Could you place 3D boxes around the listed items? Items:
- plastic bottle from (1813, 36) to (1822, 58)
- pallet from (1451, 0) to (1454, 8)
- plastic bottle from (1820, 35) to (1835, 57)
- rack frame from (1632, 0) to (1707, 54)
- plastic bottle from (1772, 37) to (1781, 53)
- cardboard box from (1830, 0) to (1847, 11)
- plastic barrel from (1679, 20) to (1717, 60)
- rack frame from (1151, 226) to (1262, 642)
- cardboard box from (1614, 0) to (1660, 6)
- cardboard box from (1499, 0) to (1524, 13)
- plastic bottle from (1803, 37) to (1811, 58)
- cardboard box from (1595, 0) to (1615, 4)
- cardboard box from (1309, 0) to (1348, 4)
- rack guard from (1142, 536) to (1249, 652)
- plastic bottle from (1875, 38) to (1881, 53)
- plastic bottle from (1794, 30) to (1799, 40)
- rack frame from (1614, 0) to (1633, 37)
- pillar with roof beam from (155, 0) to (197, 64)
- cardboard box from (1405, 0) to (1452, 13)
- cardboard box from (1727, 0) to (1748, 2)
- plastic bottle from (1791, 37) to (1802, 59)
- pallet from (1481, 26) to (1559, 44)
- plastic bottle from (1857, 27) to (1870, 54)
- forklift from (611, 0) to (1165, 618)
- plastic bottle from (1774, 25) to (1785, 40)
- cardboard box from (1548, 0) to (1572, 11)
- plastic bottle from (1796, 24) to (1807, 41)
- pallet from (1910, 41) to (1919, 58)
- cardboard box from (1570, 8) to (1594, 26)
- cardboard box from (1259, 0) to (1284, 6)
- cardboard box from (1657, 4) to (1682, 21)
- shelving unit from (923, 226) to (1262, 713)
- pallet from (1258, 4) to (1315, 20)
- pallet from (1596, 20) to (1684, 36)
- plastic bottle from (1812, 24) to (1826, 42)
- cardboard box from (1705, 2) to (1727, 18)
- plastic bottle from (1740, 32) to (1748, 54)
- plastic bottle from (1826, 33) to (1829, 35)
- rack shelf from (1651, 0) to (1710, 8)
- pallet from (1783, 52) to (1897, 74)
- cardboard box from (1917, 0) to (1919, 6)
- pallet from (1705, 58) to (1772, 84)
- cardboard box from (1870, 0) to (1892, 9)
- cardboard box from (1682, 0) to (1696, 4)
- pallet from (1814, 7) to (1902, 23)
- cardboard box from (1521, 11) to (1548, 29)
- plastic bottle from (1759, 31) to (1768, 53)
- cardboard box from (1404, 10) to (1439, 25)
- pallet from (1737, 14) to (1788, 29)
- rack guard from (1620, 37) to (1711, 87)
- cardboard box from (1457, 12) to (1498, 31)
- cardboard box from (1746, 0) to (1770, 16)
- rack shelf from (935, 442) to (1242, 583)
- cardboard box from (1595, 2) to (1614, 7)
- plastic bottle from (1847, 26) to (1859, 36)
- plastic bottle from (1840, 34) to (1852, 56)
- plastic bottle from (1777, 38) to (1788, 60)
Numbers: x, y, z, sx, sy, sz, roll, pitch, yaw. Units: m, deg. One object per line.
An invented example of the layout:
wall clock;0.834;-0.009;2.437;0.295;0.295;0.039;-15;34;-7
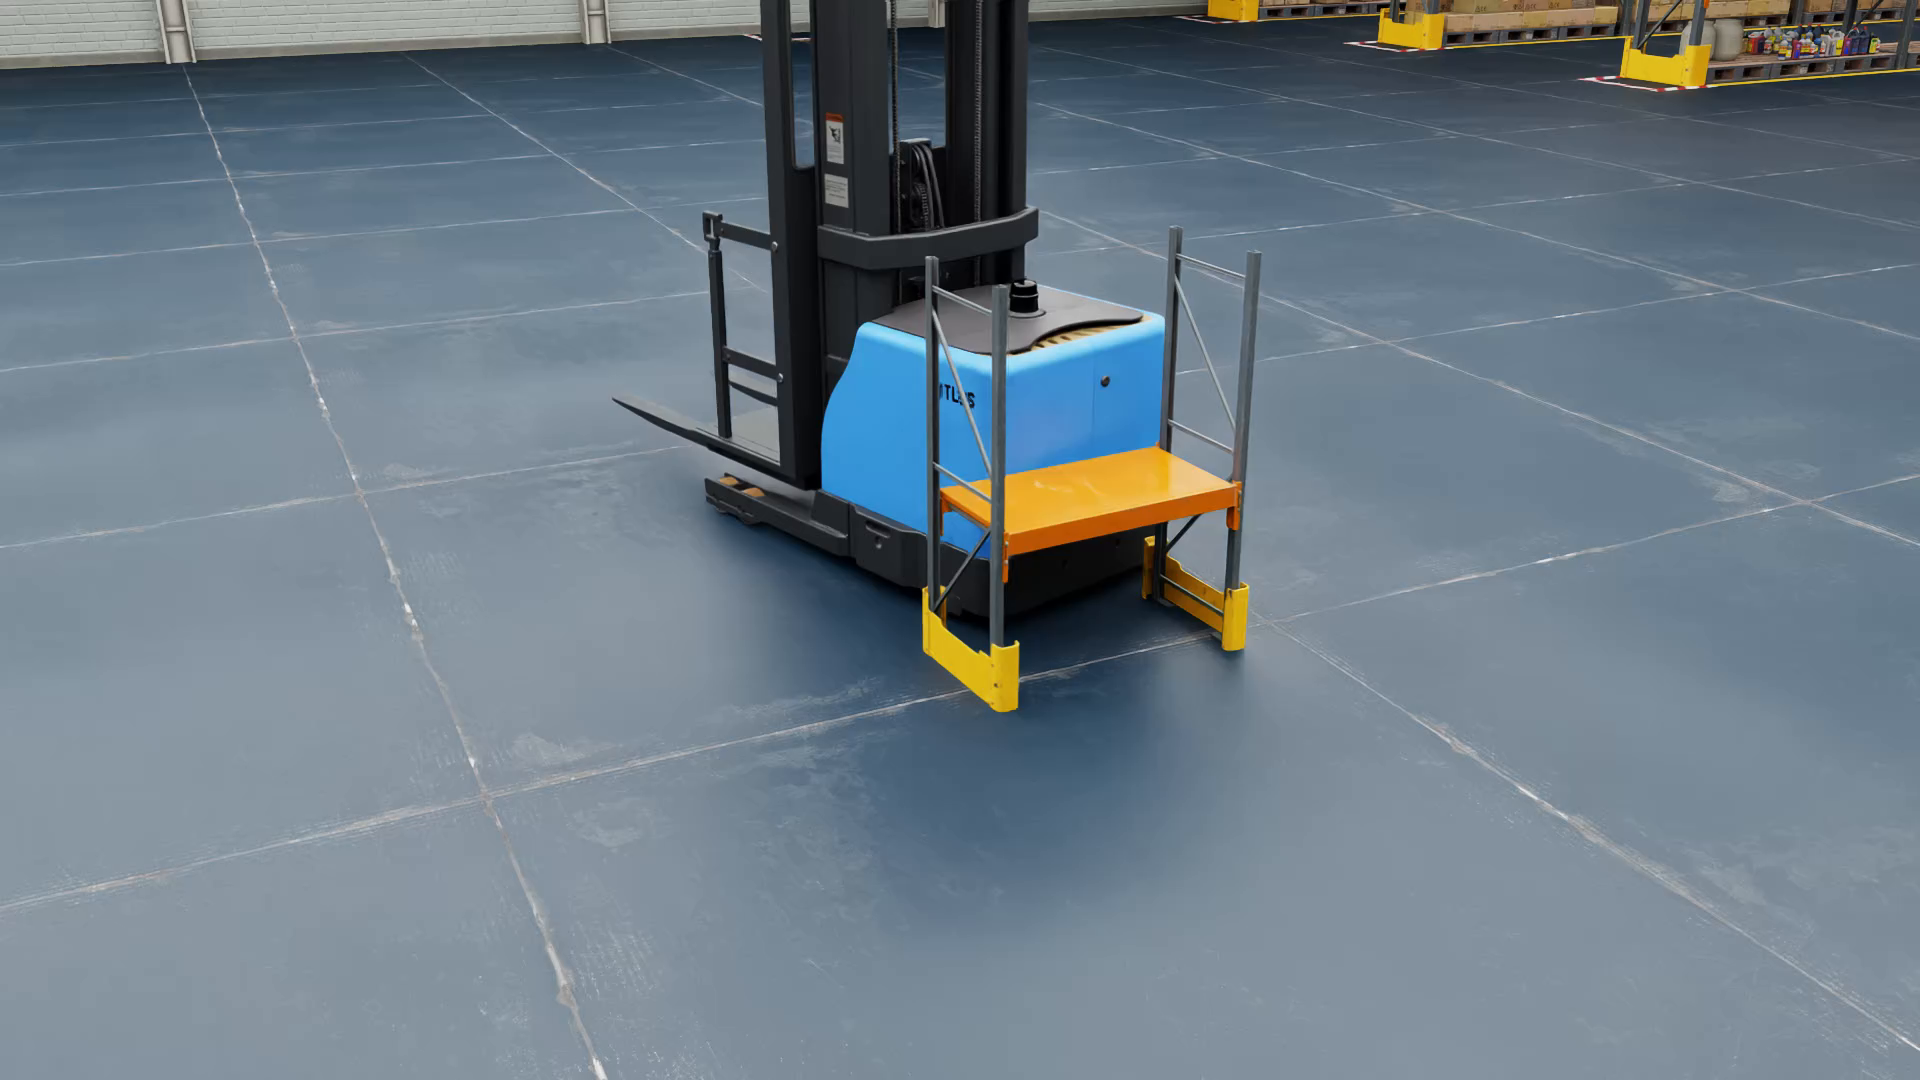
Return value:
plastic bottle;11.489;-6.614;22.297;0.097;0.271;0.097;0;22;0
pallet;9.147;-10.290;31.832;1.213;0.211;1.003;-10;25;-24
plastic bottle;11.676;-6.662;22.408;0.135;0.276;0.152;-10;24;-23
rack frame;9.139;-7.371;21.134;0.127;3.000;1.000;-10;25;-24
plastic bottle;11.207;-6.787;22.807;0.097;0.201;0.097;0;22;0
cardboard box;15.206;-9.519;29.018;0.500;0.500;0.500;-11;25;-26
plastic barrel;9.699;-6.551;21.857;0.421;0.512;0.421;0;22;0
rack frame;0.904;-0.377;6.201;0.032;1.500;0.500;-12;25;-27
cardboard box;11.079;-8.907;27.159;0.500;0.311;0.500;-10;25;-23
cardboard box;8.468;-8.532;26.004;0.500;0.500;0.500;-10;25;-24
plastic bottle;11.307;-6.580;22.216;0.097;0.271;0.097;0;22;0
cardboard box;10.839;-9.090;27.602;0.500;0.311;0.500;-10;25;-24
cardboard box;6.701;-10.116;30.459;0.500;0.500;0.700;-12;25;-27
rack guard;0.903;0.200;6.439;0.087;0.250;0.587;-12;25;-27
plastic bottle;12.551;-6.777;22.783;0.097;0.201;0.097;0;22;0
plastic bottle;11.550;-6.917;23.031;0.097;0.271;0.097;0;22;0
rack frame;10.598;-9.742;26.862;0.127;3.000;1.000;-10;25;-24
pillar with roof beam;-9.254;-9.502;18.438;0.400;9.000;9.100;-10;25;-24
cardboard box;7.348;-8.540;26.024;0.500;0.500;0.500;-10;25;-24
cardboard box;12.916;-9.245;27.975;0.500;0.311;0.500;-11;25;-24
plastic bottle;11.120;-6.543;22.112;0.133;0.283;0.061;-10;25;-23
pallet;8.763;-8.132;26.619;1.213;0.211;1.003;-10;25;-24
plastic bottle;12.288;-6.807;22.661;0.185;0.351;0.144;-11;25;-25
forklift;-0.504;-1.536;7.129;1.130;2.935;3.031;-19;29;-39
plastic bottle;11.283;-6.921;22.935;0.185;0.351;0.144;-11;25;-24
cardboard box;9.371;-8.696;26.403;0.500;0.500;0.500;-10;25;-24
plastic bottle;11.666;-6.991;23.106;0.185;0.351;0.144;-12;25;-26
pallet;14.535;-7.093;24.110;1.213;0.211;1.003;-10;25;-24
cardboard box;9.820;-8.434;26.748;0.500;0.250;0.500;-10;25;-24
cardboard box;5.505;-9.830;30.015;0.500;0.311;0.500;-14;26;-30
cardboard box;11.530;-8.731;27.467;0.500;0.250;0.500;-10;24;-22
shelving unit;0.468;-0.284;5.976;1.083;1.500;0.587;-12;25;-27
pallet;5.658;-9.632;30.242;1.213;0.211;1.003;-10;25;-24
pallet;11.245;-8.589;27.723;1.213;0.211;1.003;-10;25;-24
plastic bottle;11.898;-6.973;23.061;0.185;0.351;0.144;-10;25;-24
cardboard box;12.455;-8.902;27.880;0.500;0.250;0.500;-10;24;-23
plastic bottle;10.701;-6.800;22.732;0.133;0.283;0.061;-10;24;-22
plastic bottle;11.756;-6.722;22.543;0.133;0.283;0.061;-10;25;-24
rack shelf;10.941;-7.370;22.073;4.000;0.370;1.077;-10;25;-24
pallet;12.120;-6.649;23.036;1.213;0.211;1.003;-10;25;-24
cardboard box;17.037;-9.857;29.835;0.500;0.500;0.500;-10;25;-23
pallet;9.921;-6.244;22.058;1.213;0.211;1.003;-10;25;-24
cardboard box;16.128;-9.689;29.428;0.500;0.500;0.500;-11;25;-25
cardboard box;11.998;-9.075;27.564;0.500;0.311;0.500;-11;25;-25
pallet;15.989;-9.429;29.752;1.213;0.211;1.003;-10;25;-24
cardboard box;8.926;-8.262;26.334;0.500;0.250;0.500;-10;25;-24
plastic bottle;10.968;-6.827;22.806;0.135;0.276;0.152;-11;25;-25
cardboard box;7.349;-8.193;26.166;0.500;0.250;0.500;-10;25;-24
pallet;13.444;-8.994;28.701;1.213;0.211;1.003;-10;25;-24
rack guard;9.187;-6.244;21.682;0.348;0.500;1.175;-10;25;-24
cardboard box;8.023;-8.098;25.938;0.500;0.250;0.500;-10;25;-24
cardboard box;13.371;-9.071;28.287;0.500;0.250;0.500;-11;25;-24
rack shelf;0.460;-0.117;6.041;1.000;0.185;0.538;-12;25;-27
cardboard box;10.846;-8.834;27.715;0.500;0.250;0.500;-11;25;-24
plastic bottle;12.225;-6.857;22.781;0.185;0.351;0.144;-10;25;-24
plastic bottle;11.986;-6.703;22.497;0.133;0.283;0.061;-9;24;-20
plastic bottle;10.908;-6.507;22.039;0.097;0.271;0.097;0;22;0
